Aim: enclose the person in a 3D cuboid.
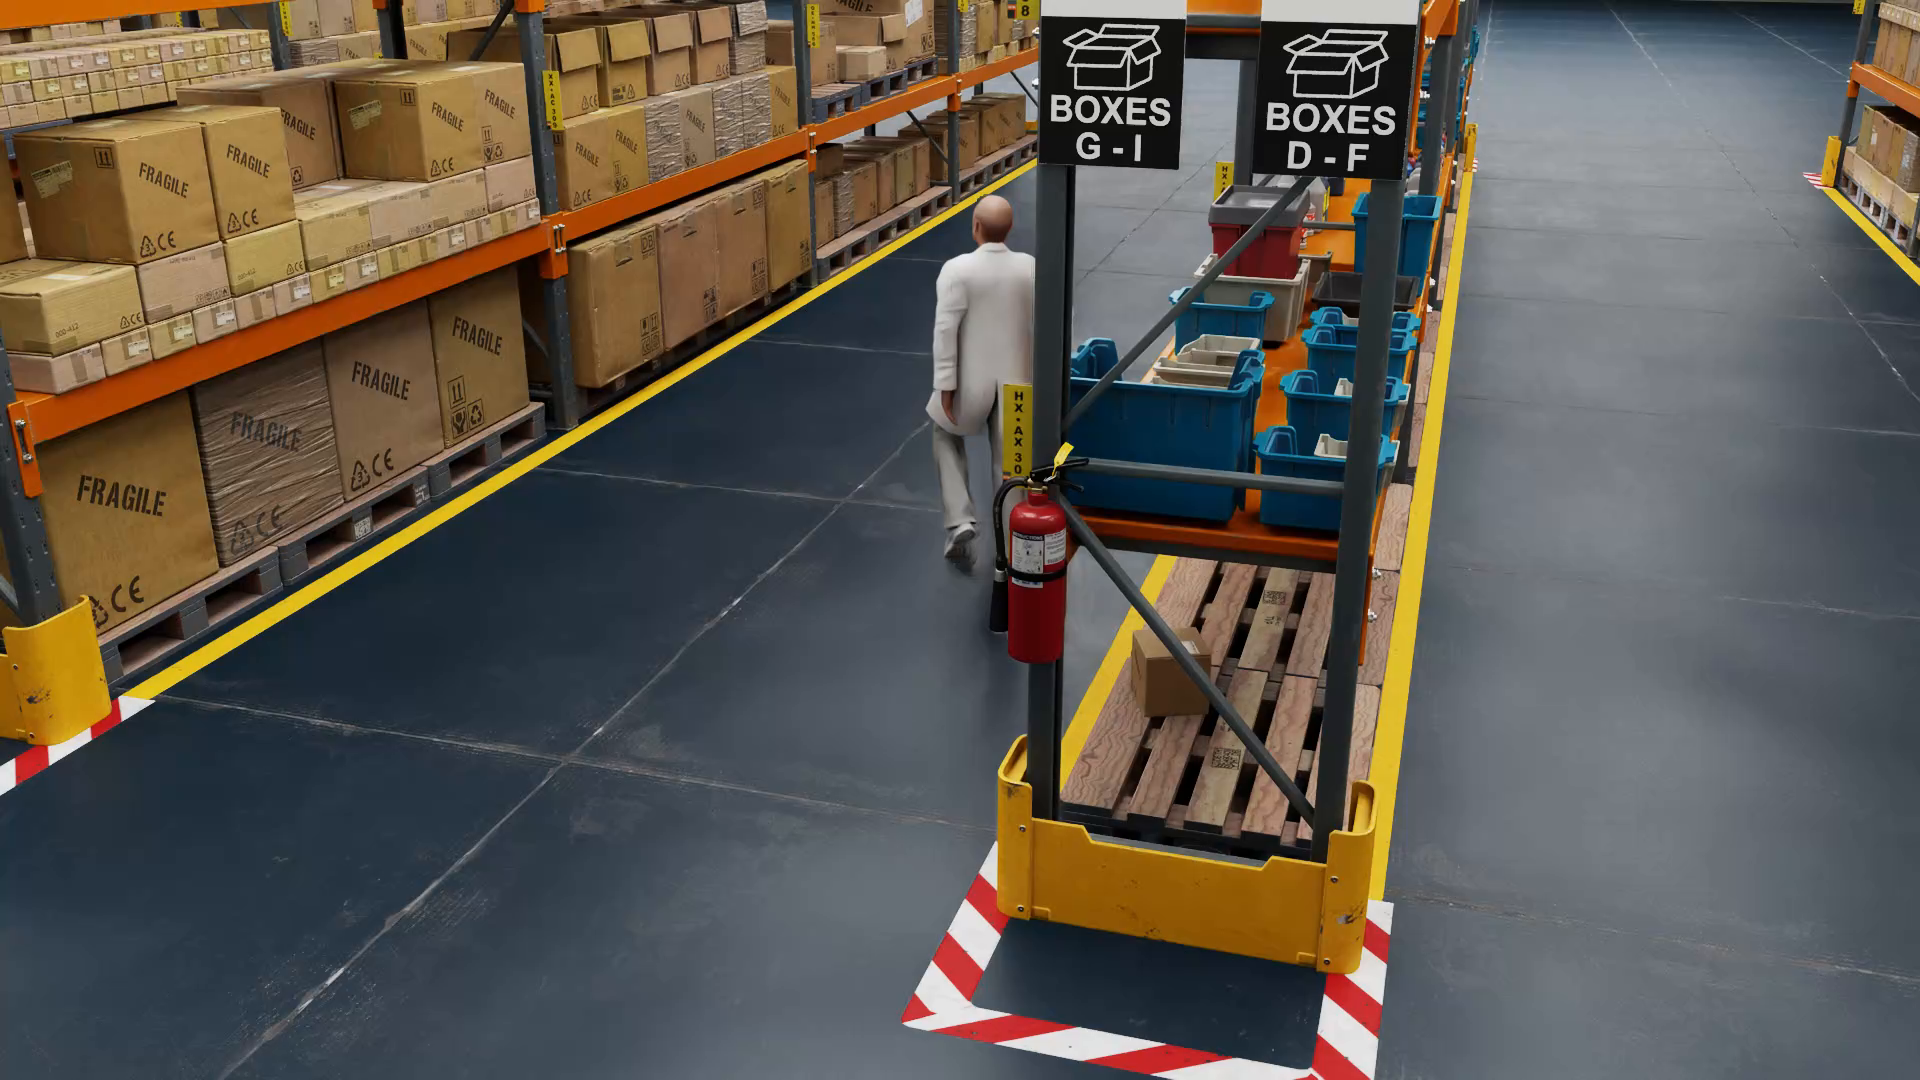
[{"bbox_3d":[0.129,-0.717,7.934,0.580,1.844,0.556,-5,22,-13],"label":"person"}]
